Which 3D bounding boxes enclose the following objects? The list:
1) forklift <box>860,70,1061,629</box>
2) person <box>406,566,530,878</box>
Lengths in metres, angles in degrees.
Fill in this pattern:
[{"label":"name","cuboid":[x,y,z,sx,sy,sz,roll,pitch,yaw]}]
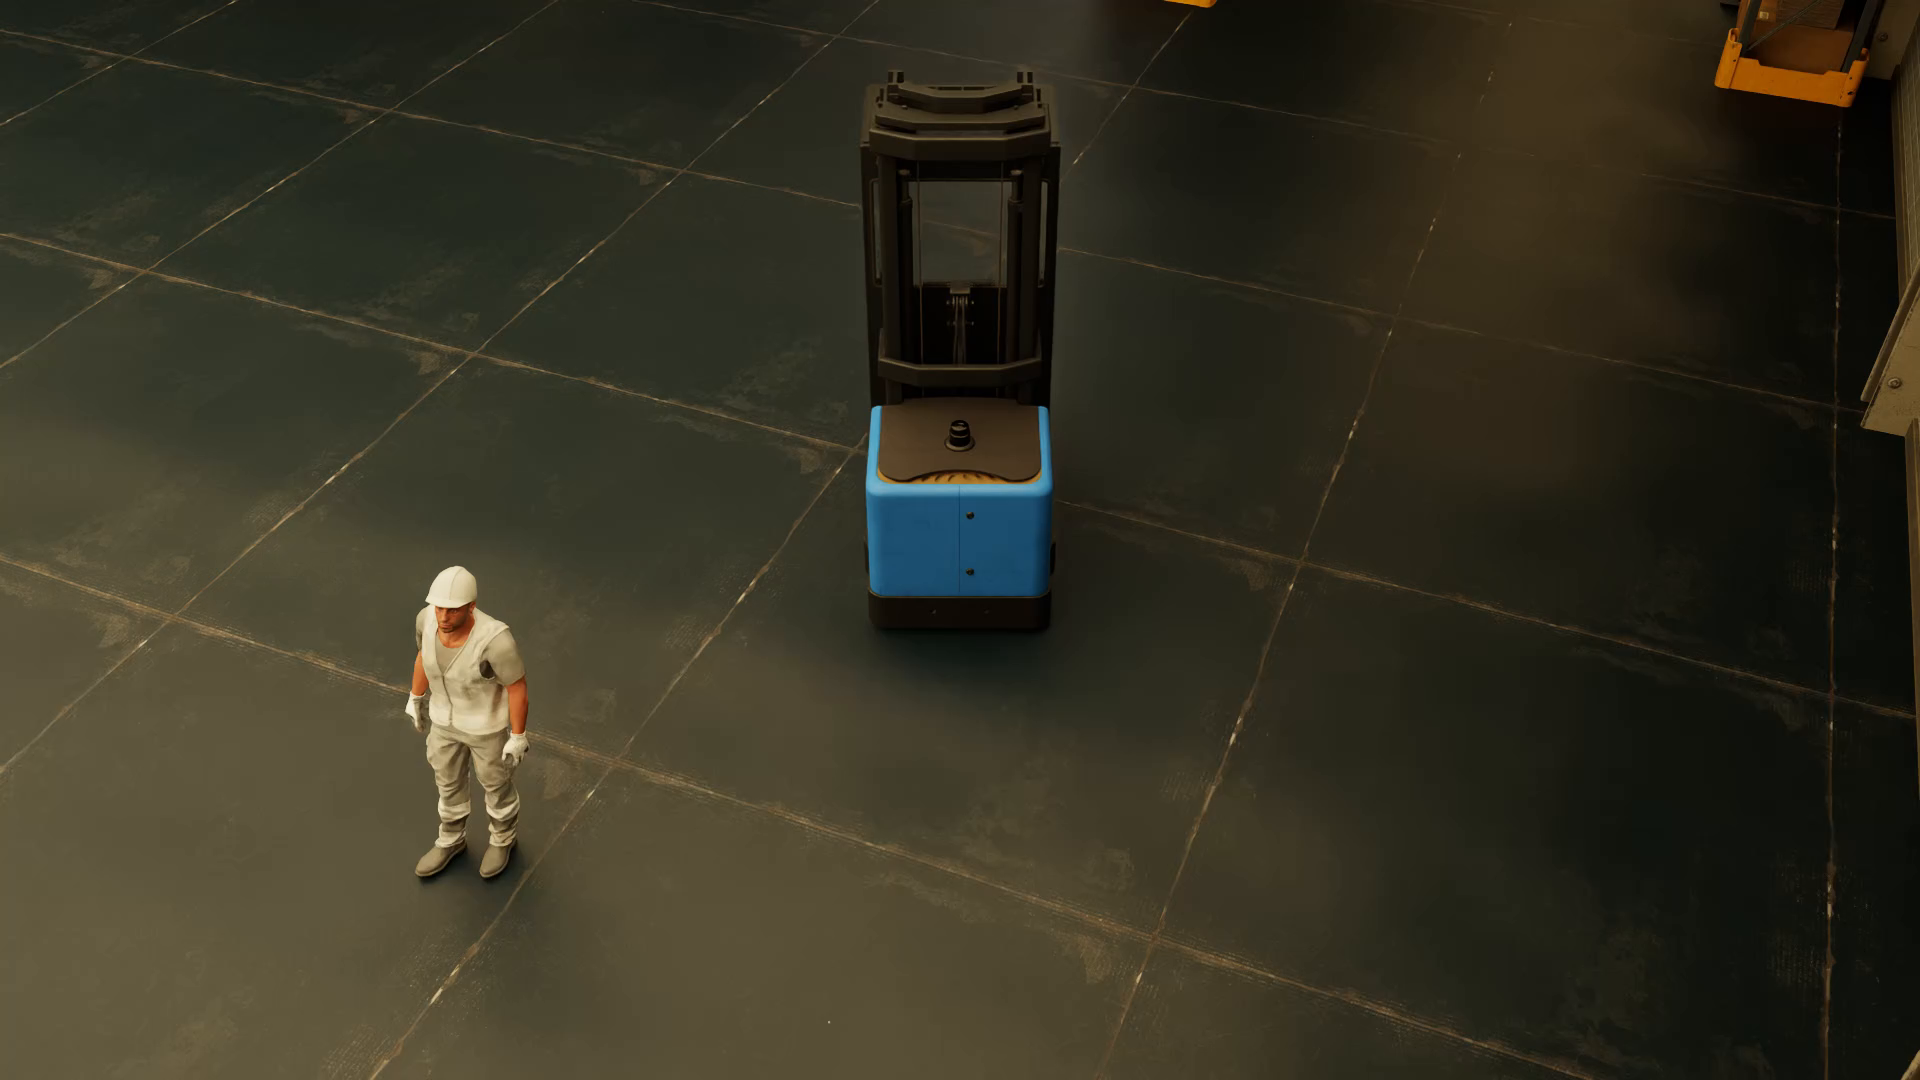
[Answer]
[{"label":"forklift","cuboid":[0.003,-1.531,9.835,1.130,2.935,3.031,0,40,0]},{"label":"person","cuboid":[-2.343,0.898,7.812,0.638,1.790,0.561,14,42,16]}]
